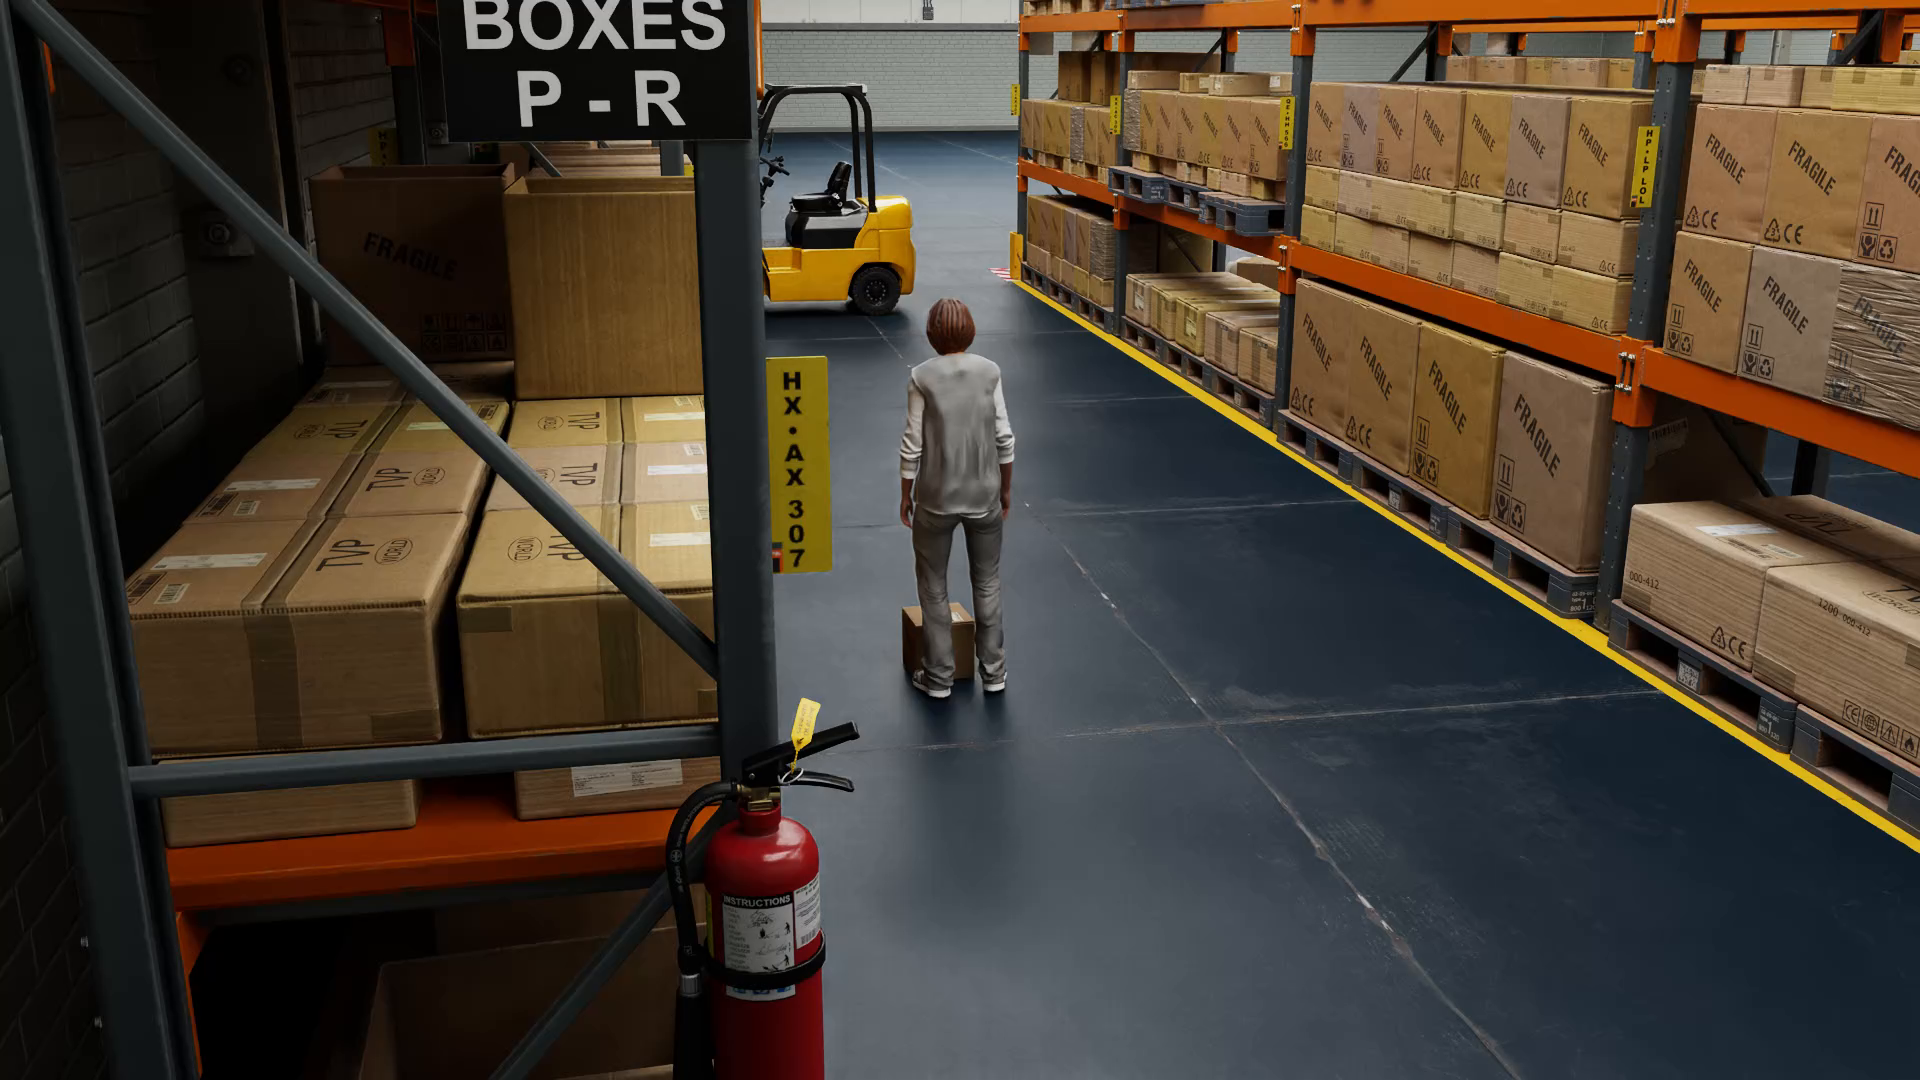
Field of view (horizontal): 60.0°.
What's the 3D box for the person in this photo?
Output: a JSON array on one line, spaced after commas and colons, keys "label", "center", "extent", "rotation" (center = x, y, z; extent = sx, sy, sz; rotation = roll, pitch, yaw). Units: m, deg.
[{"label": "person", "center": [-0.013, -0.150, 6.562], "extent": [0.462, 1.592, 0.344], "rotation": [-4, 17, -13]}]
